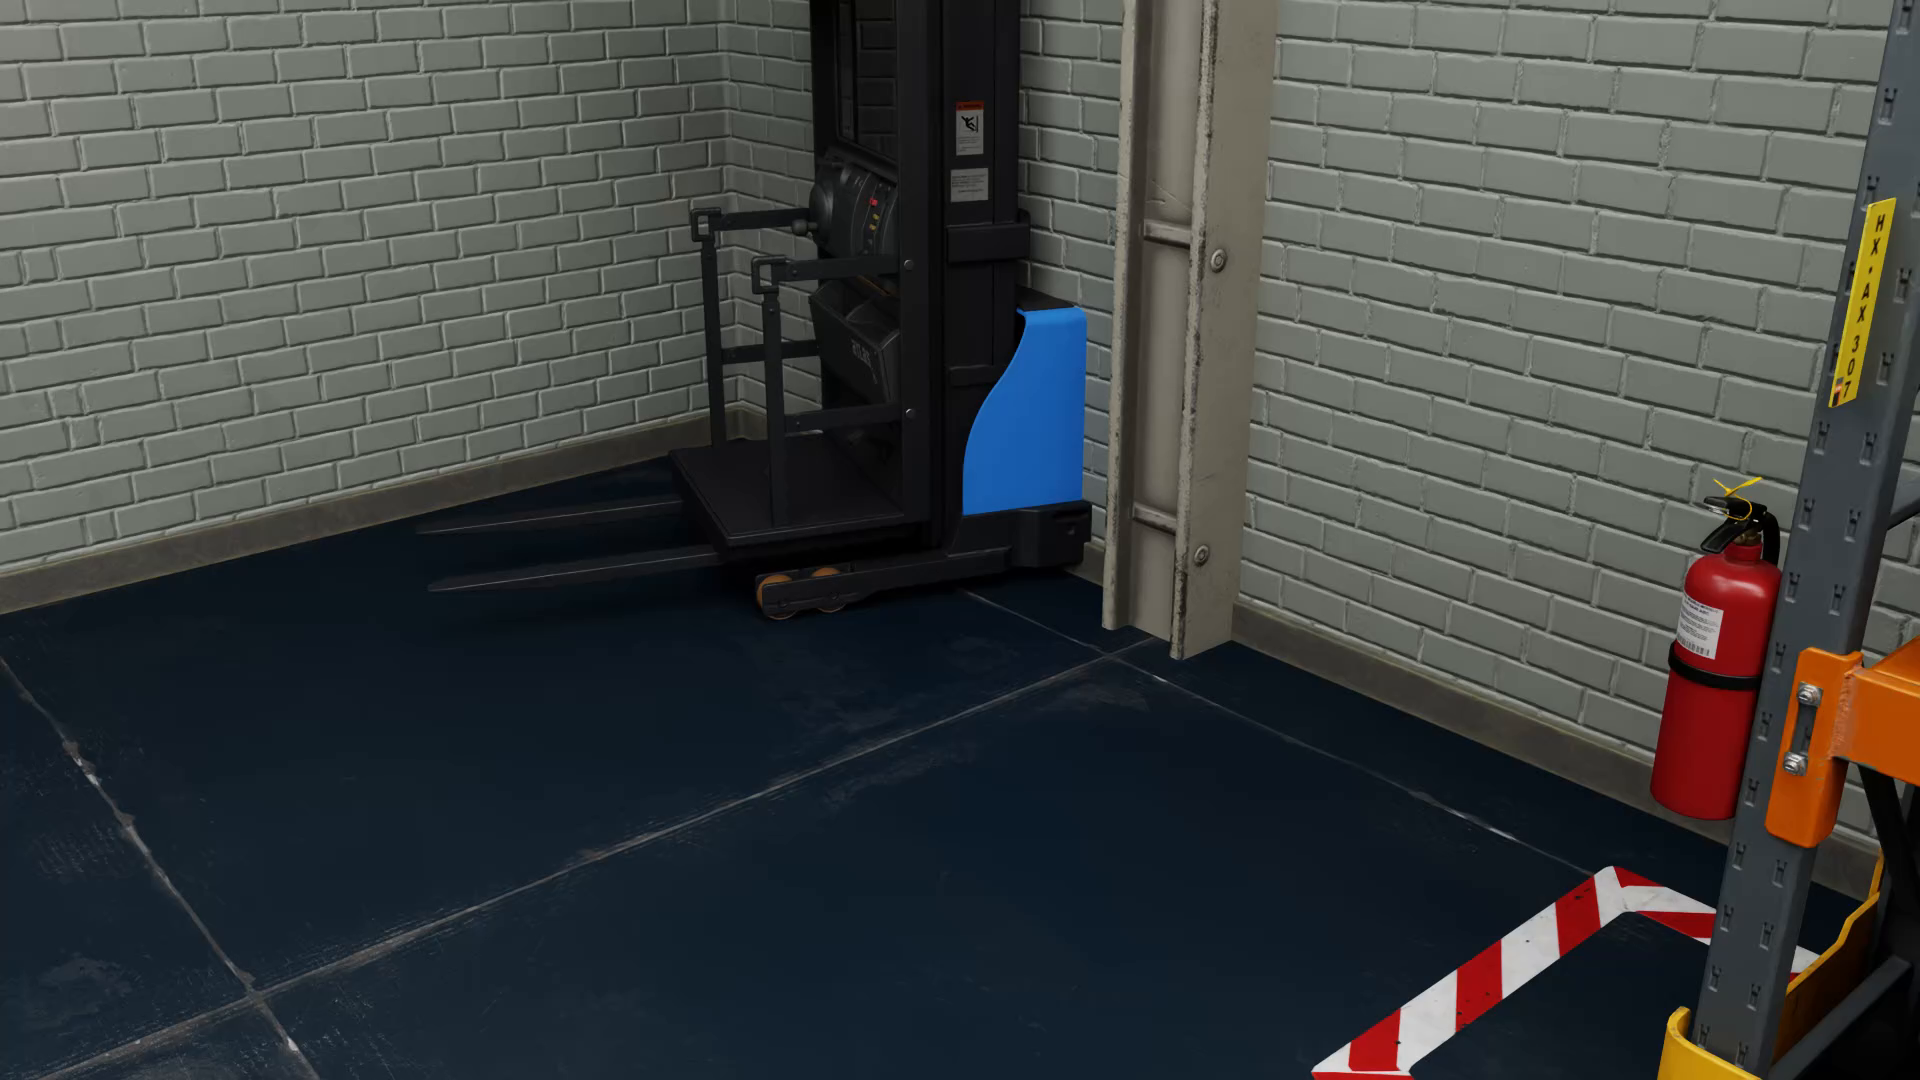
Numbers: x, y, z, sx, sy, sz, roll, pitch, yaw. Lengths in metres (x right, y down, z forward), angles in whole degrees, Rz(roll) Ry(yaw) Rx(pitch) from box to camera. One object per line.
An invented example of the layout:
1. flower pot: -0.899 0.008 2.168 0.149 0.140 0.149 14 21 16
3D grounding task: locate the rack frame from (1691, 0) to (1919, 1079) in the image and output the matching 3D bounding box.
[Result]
1. rack frame: 1.845 -0.101 3.128 1.000 3.000 0.127 -17 27 -37

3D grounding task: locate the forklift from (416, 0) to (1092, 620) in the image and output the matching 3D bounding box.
1. forklift: -0.590 -1.284 6.243 3.031 2.935 1.130 -8 23 -19

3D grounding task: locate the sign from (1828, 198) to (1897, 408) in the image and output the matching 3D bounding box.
1. sign: 1.434 -0.375 2.640 0.100 0.325 0.005 -17 27 -37

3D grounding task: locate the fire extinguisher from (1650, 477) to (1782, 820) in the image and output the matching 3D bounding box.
1. fire extinguisher: 1.398 0.178 3.033 0.296 0.674 0.183 -17 27 -37

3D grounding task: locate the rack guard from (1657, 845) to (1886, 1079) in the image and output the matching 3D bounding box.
1. rack guard: 1.894 1.084 3.530 1.175 0.500 0.348 -17 27 -37

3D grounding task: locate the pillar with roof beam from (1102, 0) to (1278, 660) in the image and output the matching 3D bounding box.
1. pillar with roof beam: -2.494 -2.829 1.867 9.100 9.000 0.400 -17 27 -37

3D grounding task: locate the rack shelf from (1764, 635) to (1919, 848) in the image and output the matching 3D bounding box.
1. rack shelf: 3.150 0.787 1.848 1.077 0.370 4.000 -17 27 -37
